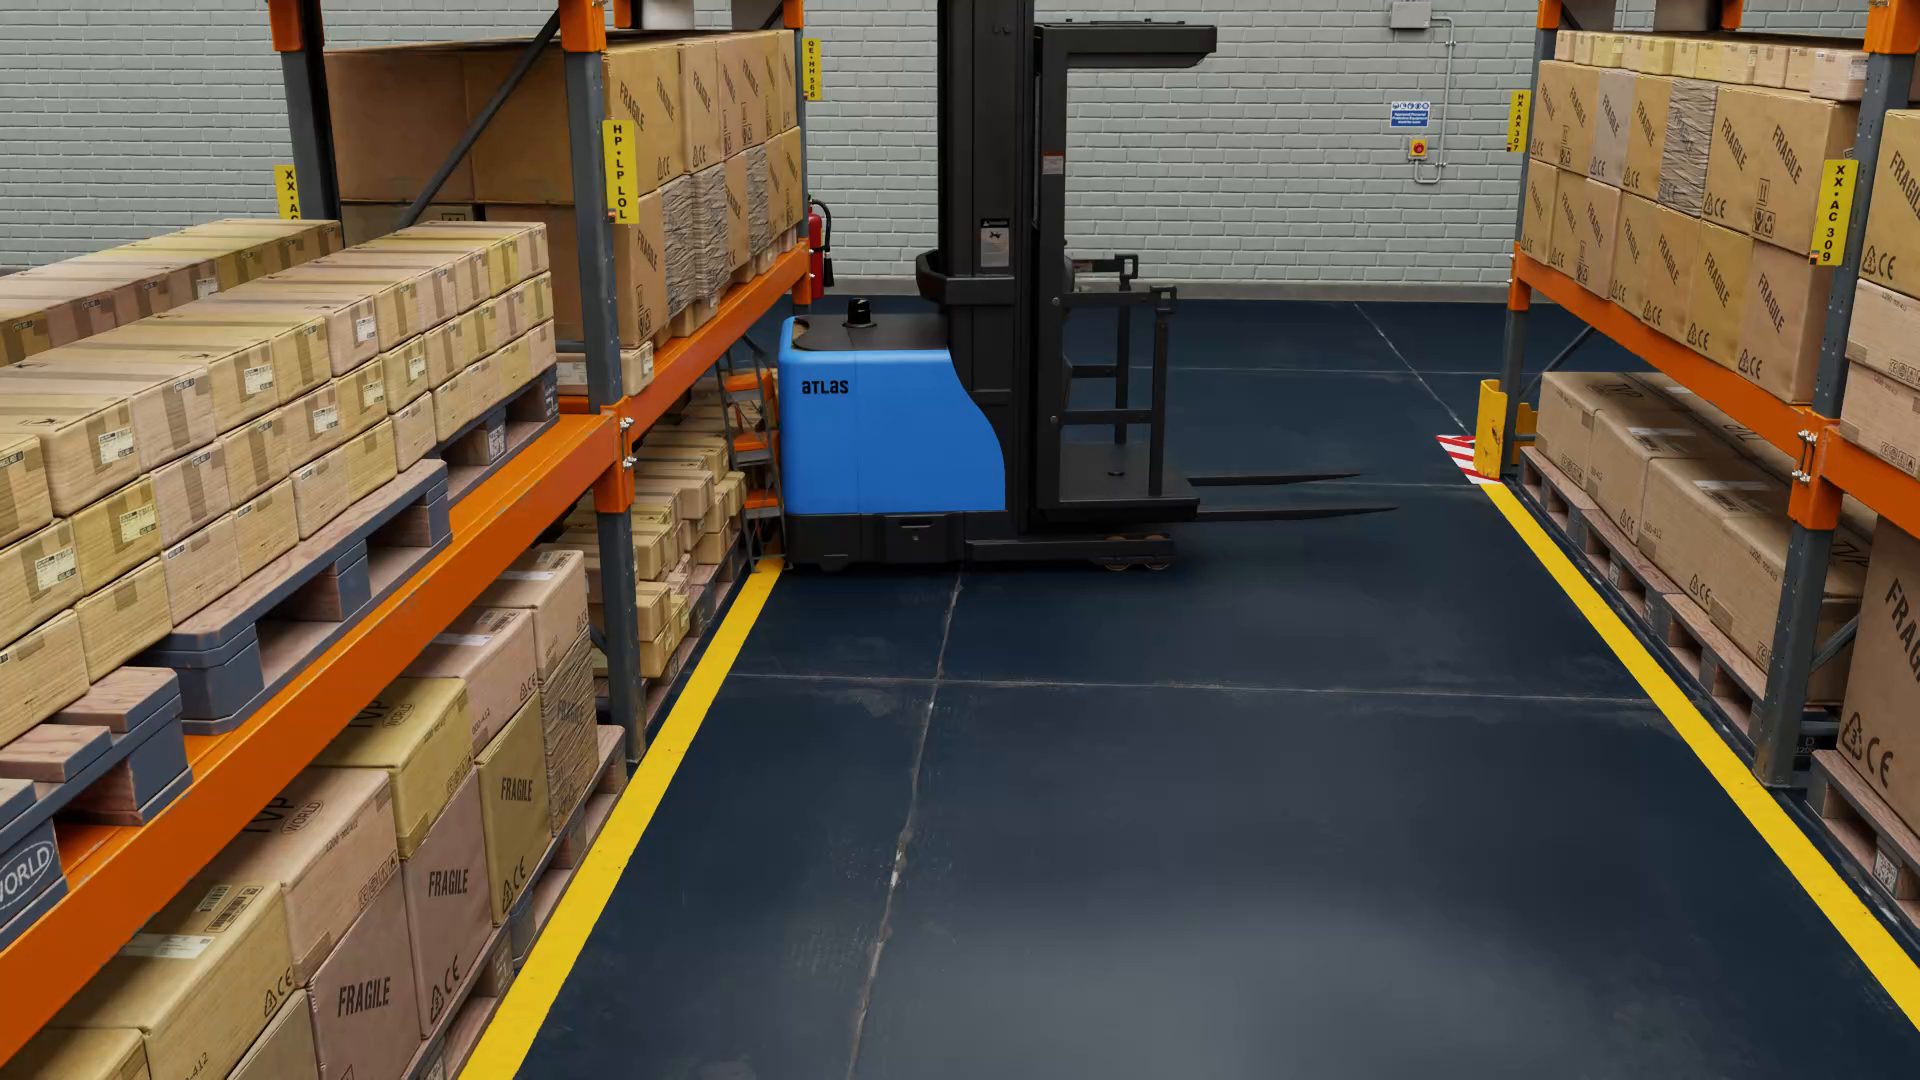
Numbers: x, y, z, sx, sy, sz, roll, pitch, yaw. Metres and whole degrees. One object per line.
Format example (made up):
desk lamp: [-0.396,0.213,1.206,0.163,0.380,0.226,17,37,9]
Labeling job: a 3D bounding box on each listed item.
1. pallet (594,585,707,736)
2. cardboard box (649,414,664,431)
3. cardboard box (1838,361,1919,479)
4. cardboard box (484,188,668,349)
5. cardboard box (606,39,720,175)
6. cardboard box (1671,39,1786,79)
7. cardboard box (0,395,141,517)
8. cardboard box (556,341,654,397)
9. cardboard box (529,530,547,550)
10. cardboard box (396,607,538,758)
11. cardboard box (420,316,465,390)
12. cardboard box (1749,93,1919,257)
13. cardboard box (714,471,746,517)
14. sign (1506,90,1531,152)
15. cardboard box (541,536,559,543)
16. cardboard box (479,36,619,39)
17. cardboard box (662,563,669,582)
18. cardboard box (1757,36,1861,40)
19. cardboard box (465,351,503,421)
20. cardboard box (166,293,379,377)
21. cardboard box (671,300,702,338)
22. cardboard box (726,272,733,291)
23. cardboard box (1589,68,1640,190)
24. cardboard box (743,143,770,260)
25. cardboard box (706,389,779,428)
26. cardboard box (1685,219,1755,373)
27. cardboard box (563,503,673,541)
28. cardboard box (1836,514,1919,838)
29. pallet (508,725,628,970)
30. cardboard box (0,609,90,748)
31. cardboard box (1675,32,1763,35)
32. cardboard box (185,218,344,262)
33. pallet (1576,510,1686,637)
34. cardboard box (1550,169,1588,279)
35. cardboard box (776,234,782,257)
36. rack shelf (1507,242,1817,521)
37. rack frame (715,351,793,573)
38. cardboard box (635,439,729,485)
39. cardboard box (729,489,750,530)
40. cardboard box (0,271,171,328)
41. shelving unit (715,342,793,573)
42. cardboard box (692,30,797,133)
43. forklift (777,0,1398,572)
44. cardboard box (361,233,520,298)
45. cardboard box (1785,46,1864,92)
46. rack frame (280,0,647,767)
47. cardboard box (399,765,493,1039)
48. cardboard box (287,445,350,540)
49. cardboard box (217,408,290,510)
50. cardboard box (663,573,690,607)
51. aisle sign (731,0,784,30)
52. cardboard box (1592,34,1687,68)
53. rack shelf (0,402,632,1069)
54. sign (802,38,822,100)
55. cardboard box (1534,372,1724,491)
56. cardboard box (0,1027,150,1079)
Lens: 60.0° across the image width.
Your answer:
pallet: [-1.634,0.470,6.650,1.003,0.211,1.213,1,18,4]
cardboard box: [-1.717,-0.618,8.440,0.380,0.149,0.250,0,18,1]
cardboard box: [3.003,-0.365,4.959,0.500,0.250,0.500,1,18,3]
cardboard box: [-1.360,-0.983,5.967,0.500,0.500,0.500,1,18,3]
cardboard box: [-1.283,-1.762,6.738,0.500,0.500,0.500,2,18,5]
cardboard box: [3.160,-1.973,6.818,0.380,0.149,0.250,1,18,4]
cardboard box: [-1.649,-0.147,2.829,0.380,0.149,0.250,1,18,2]
cardboard box: [-1.300,-0.607,5.862,0.380,0.149,0.250,2,18,6]
cardboard box: [-1.892,-0.047,6.699,0.380,0.149,0.250,1,18,3]
cardboard box: [-1.498,0.383,4.574,0.500,0.250,0.500,2,18,7]
cardboard box: [-1.532,-0.495,4.369,0.380,0.149,0.250,1,18,2]
cardboard box: [3.056,-1.242,5.630,0.500,0.500,0.500,1,18,3]
cardboard box: [-1.202,-0.216,7.691,0.380,0.149,0.250,1,18,4]
sign: [3.031,-2.272,9.023,0.100,0.325,0.005,1,18,4]
cardboard box: [-1.817,0.020,6.972,0.380,0.149,0.250,1,18,4]
cardboard box: [-1.780,-1.942,7.289,0.500,0.500,0.500,1,18,2]
cardboard box: [-1.392,0.106,6.710,0.380,0.149,0.250,1,18,4]
cardboard box: [3.722,-2.126,7.287,0.380,0.149,0.250,2,18,5]
cardboard box: [-1.516,-0.440,4.678,0.380,0.149,0.250,1,18,4]
cardboard box: [-1.575,-0.475,3.828,0.380,0.149,0.250,0,18,1]
cardboard box: [-1.280,-0.934,6.860,0.380,0.149,0.250,2,18,5]
cardboard box: [-1.282,-1.263,7.864,0.380,0.149,0.250,1,18,2]
cardboard box: [3.207,-1.868,7.541,0.500,0.500,0.500,1,18,3]
cardboard box: [-1.205,-1.614,7.893,0.500,0.500,0.500,1,18,4]
cardboard box: [-1.113,-0.685,8.646,0.380,0.149,0.250,1,18,3]
cardboard box: [3.107,-0.924,6.264,0.500,0.500,0.500,1,18,3]
cardboard box: [-1.368,-0.039,6.675,0.380,0.149,0.250,1,18,3]
cardboard box: [3.333,0.438,5.007,0.875,0.875,0.875,2,18,6]
pallet: [-1.701,0.921,5.273,1.003,0.211,1.213,1,18,4]
cardboard box: [-1.662,0.215,2.679,0.380,0.149,0.250,2,18,7]
cardboard box: [3.764,-2.445,8.258,0.380,0.149,0.250,2,18,5]
cardboard box: [-2.134,-0.897,5.115,0.380,0.149,0.250,2,18,7]
pallet: [3.515,0.144,7.644,1.003,0.211,1.213,1,18,4]
cardboard box: [3.255,-1.556,8.194,0.500,0.500,0.500,1,18,3]
cardboard box: [-1.157,-1.585,8.845,0.380,0.149,0.250,1,18,4]
rack shelf: [3.441,-0.846,7.343,1.077,0.370,4.000,1,18,4]
rack frame: [-0.960,-0.354,7.754,0.200,1.050,0.008,-6,16,6]
cardboard box: [-1.278,-0.360,7.654,0.380,0.149,0.250,1,18,4]
cardboard box: [-1.212,-0.160,7.999,0.380,0.149,0.250,2,18,5]
cardboard box: [-2.207,-0.573,4.129,0.380,0.149,0.250,1,18,3]
shelving unit: [-0.950,-0.388,7.871,0.215,1.050,0.252,-6,16,6]
cardboard box: [-1.145,-2.404,8.699,0.500,0.500,0.500,1,18,3]
forklift: [0.626,-1.408,8.012,3.031,2.935,1.130,-1,18,-4]
cardboard box: [-1.499,-0.796,4.809,0.380,0.149,0.250,1,18,2]
cardboard box: [3.157,-1.657,5.854,0.380,0.149,0.250,1,18,4]
rack frame: [-1.647,-0.646,5.576,1.000,3.000,0.127,1,18,4]
cardboard box: [-1.527,0.897,4.209,0.500,0.500,0.500,1,18,3]
cardboard box: [-1.587,-0.111,3.672,0.380,0.149,0.250,1,18,2]
cardboard box: [-1.608,-0.171,3.378,0.380,0.149,0.250,1,18,3]
cardboard box: [-1.315,0.243,6.770,0.380,0.149,0.250,1,18,4]
aisle sign: [-1.056,-3.139,9.012,0.394,0.787,0.004,1,18,4]
cardboard box: [3.201,-2.292,7.794,0.380,0.149,0.250,1,18,2]
rack shelf: [-1.790,0.317,3.793,1.077,0.370,4.000,1,18,4]
sign: [-0.808,-2.570,9.081,0.100,0.325,0.005,1,18,4]
cardboard box: [3.637,-0.584,8.827,0.875,0.438,0.875,1,18,2]
cardboard box: [-1.643,1.020,2.629,0.500,0.250,0.500,0,18,1]
